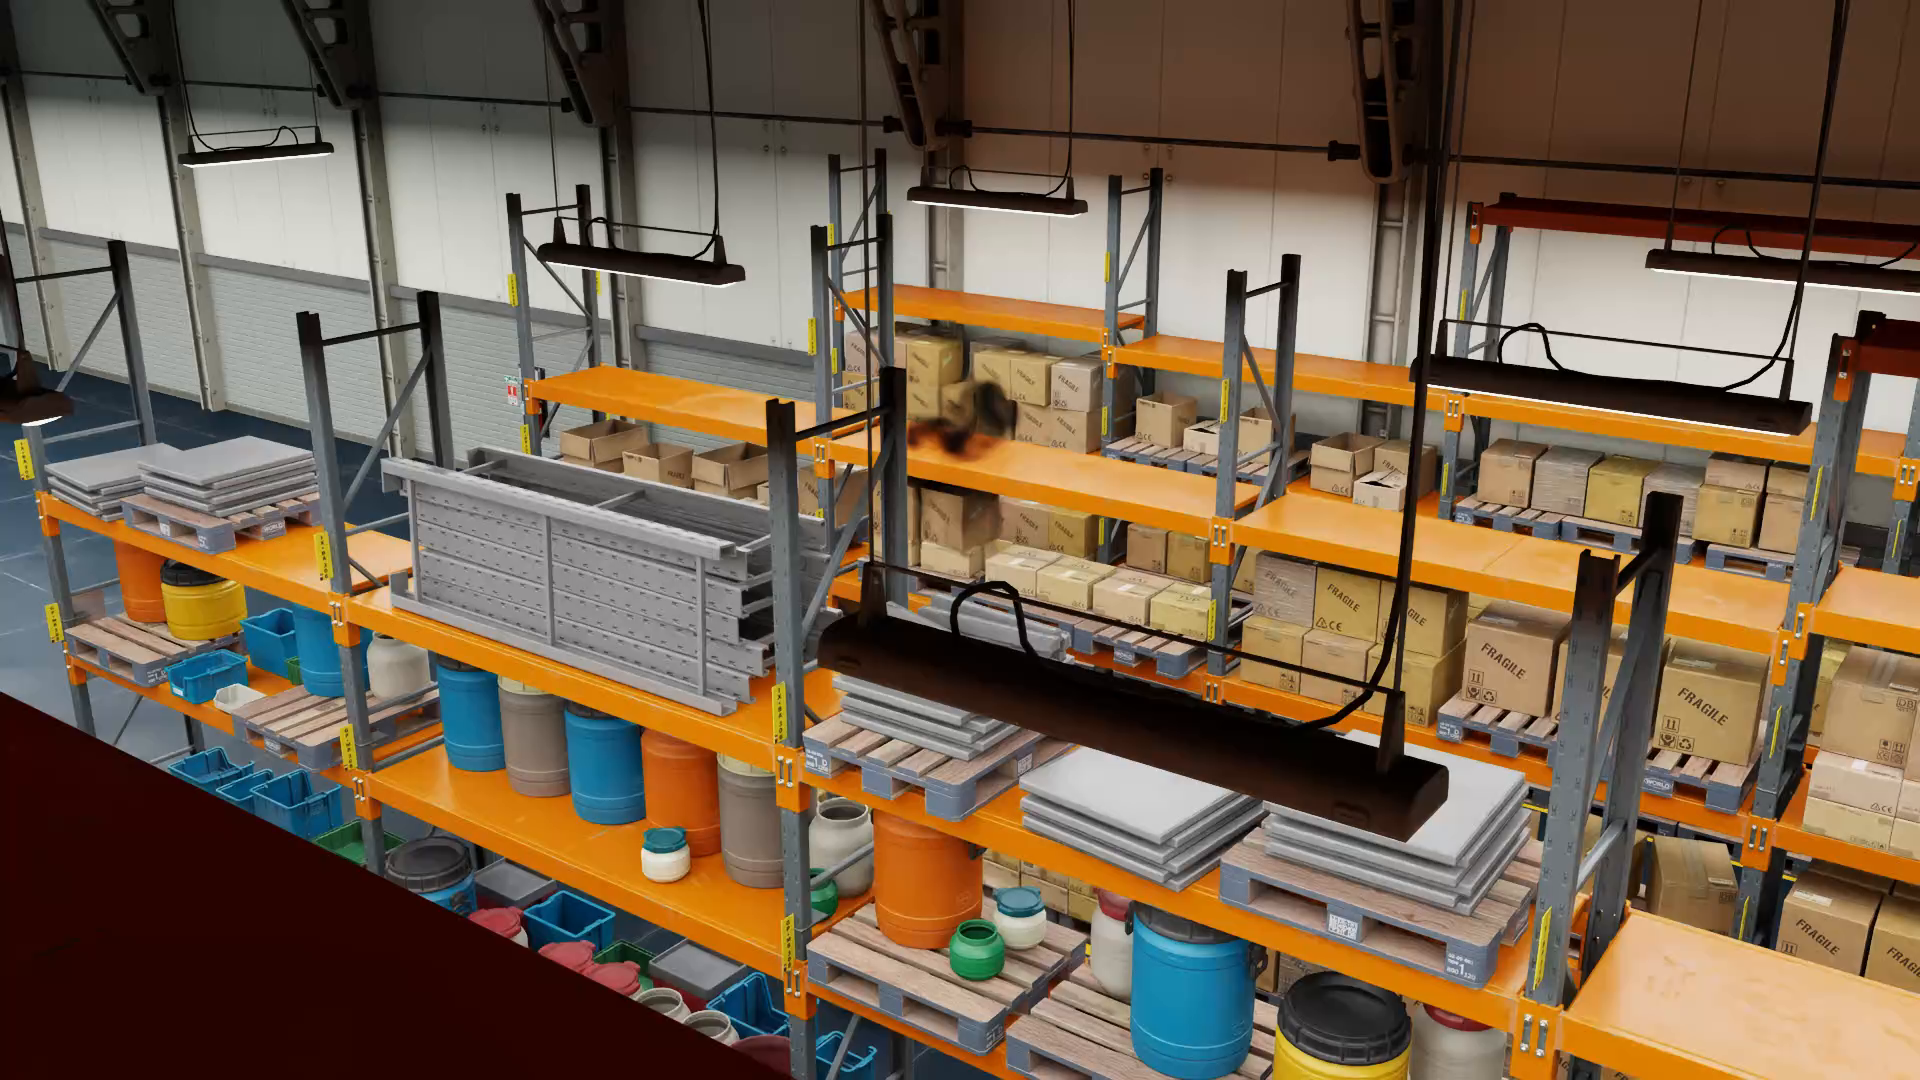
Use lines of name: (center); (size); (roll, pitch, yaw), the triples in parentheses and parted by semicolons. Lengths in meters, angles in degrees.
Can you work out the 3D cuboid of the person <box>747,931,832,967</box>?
person: (-1.343, 2.695, 13.498); (0.862, 1.810, 0.640); (10, 21, 27)
